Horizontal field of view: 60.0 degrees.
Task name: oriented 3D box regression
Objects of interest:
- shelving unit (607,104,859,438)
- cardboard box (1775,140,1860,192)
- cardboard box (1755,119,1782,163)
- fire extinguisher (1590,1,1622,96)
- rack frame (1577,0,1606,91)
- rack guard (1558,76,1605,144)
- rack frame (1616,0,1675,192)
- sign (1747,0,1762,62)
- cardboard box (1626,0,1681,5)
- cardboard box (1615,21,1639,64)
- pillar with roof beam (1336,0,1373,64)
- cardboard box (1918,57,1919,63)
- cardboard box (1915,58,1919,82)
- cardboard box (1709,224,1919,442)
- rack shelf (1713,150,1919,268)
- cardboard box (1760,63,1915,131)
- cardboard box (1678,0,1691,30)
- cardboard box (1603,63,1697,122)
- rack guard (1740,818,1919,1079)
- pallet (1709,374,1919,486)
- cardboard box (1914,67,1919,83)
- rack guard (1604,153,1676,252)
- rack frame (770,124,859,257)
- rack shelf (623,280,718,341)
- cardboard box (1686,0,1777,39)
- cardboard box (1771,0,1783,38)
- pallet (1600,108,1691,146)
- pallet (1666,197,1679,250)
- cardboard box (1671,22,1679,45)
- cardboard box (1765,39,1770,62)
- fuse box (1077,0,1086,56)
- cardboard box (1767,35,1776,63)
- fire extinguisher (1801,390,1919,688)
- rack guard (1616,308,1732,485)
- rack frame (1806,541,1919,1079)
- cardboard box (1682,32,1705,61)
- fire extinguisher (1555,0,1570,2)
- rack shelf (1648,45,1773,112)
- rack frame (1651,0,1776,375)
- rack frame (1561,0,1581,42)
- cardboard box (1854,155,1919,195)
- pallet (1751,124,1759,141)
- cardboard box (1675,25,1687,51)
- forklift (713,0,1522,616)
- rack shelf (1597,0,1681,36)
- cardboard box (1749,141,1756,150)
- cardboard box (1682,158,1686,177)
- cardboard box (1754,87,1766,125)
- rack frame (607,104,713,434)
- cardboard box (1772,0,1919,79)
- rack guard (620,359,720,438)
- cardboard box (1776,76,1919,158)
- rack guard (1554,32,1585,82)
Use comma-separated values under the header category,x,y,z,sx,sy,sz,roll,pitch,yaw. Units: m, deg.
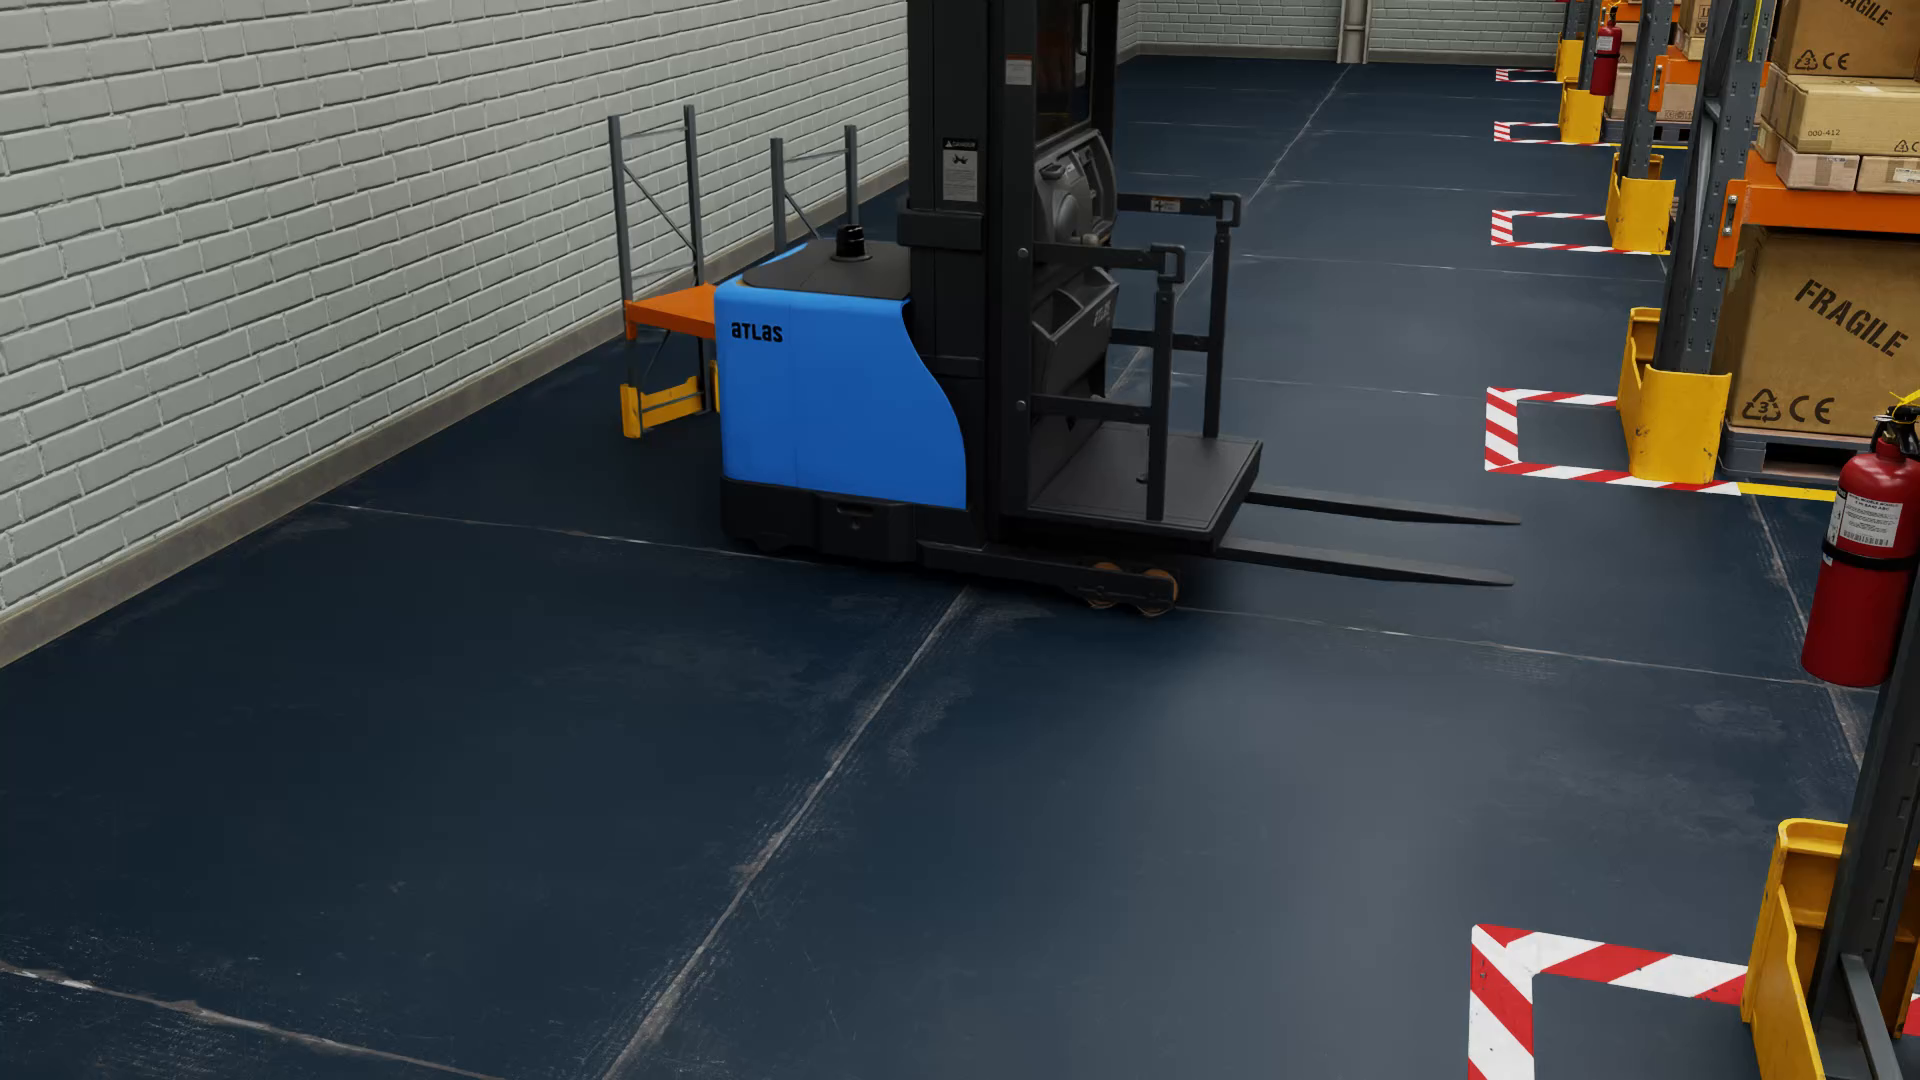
category,x,y,z,sx,sy,sz,roll,pitch,yaw
shelving unit,-1.021,-1.156,7.612,1.083,1.500,0.587,17,28,35
cardboard box,3.602,-1.578,6.997,0.250,0.149,0.380,7,23,16
cardboard box,3.794,-1.818,7.580,0.250,0.149,0.380,7,23,17
fire extinguisher,4.779,-3.631,12.264,0.183,0.674,0.296,7,23,16
rack frame,6.220,-5.454,16.114,0.127,3.000,1.000,7,23,16
rack guard,6.197,-4.300,16.595,0.348,0.500,1.175,7,23,16
rack frame,4.887,-3.645,11.702,0.127,3.000,1.000,7,23,16
sign,3.192,-2.090,6.667,0.005,0.325,0.100,7,23,16
cardboard box,6.597,-5.343,15.712,0.500,0.500,0.500,6,23,15
cardboard box,8.209,-6.196,20.658,0.637,0.503,0.797,6,23,13
pillar with roof beam,4.086,-9.092,17.079,0.400,9.000,9.100,7,23,16
cardboard box,6.369,-3.257,11.089,0.250,0.149,0.380,6,23,14
cardboard box,4.218,-2.063,6.665,0.500,0.500,0.500,6,23,14
cardboard box,3.994,-1.024,7.559,0.875,0.875,0.875,7,23,16
rack shelf,5.273,-1.301,6.938,4.000,0.370,1.077,7,23,16
cardboard box,3.898,-1.965,7.414,0.500,0.250,0.500,6,23,15
cardboard box,5.392,-3.873,11.735,0.500,0.500,0.500,7,23,17
cardboard box,6.881,-4.427,16.433,0.875,0.438,0.875,6,23,14
rack guard,1.900,1.105,3.418,0.348,0.500,1.175,7,23,16
pallet,4.146,-0.504,7.721,1.213,0.211,1.003,7,23,16
cardboard box,4.384,-1.909,7.278,0.500,0.250,0.500,6,23,15
rack guard,4.960,-2.480,12.156,0.348,0.500,1.175,7,23,16
rack frame,-0.616,-1.034,7.313,0.032,1.500,0.500,17,28,35
rack shelf,-1.014,-0.987,7.675,1.000,0.185,0.538,17,28,35
cardboard box,5.237,-3.679,11.262,0.500,0.500,0.500,8,24,18
cardboard box,5.757,-3.629,11.142,0.500,0.500,0.500,7,23,16
pallet,7.009,-4.105,16.499,1.213,0.211,1.003,7,23,16
pallet,5.728,-2.244,11.963,1.213,0.211,1.003,7,23,16
cardboard box,9.016,-6.086,20.396,0.500,0.500,0.700,8,23,18
cardboard box,5.358,-3.361,11.342,0.250,0.149,0.380,7,23,17
fuse box,1.562,-6.215,19.666,0.414,1.711,0.539,7,23,16
cardboard box,5.600,-3.312,11.222,0.250,0.149,0.380,6,23,14
fire extinguisher,1.914,-0.027,3.477,0.183,0.674,0.296,7,23,16
rack guard,3.335,-0.700,7.817,0.348,0.500,1.175,7,23,16
rack frame,1.927,-0.054,2.949,0.127,3.000,1.000,7,23,16
cardboard box,5.103,-3.374,11.373,0.250,0.149,0.380,6,23,15
fire extinguisher,7.376,-6.898,20.227,0.183,0.674,0.296,7,23,16
rack shelf,6.802,-3.092,11.304,4.000,0.370,1.077,7,23,16
rack frame,3.358,-1.853,7.336,0.127,3.000,1.000,7,23,16
rack frame,7.651,-7.258,20.511,0.127,3.000,1.000,7,23,16
cardboard box,3.848,-1.551,6.929,0.250,0.149,0.380,6,23,15
pallet,8.173,-3.970,16.171,1.213,0.211,1.003,7,23,16
cardboard box,5.281,-3.595,11.913,0.250,0.149,0.380,7,23,16
forklift,0.618,-1.306,6.093,3.031,2.935,1.130,8,24,18
rack shelf,8.135,-4.902,15.716,4.000,0.370,1.077,7,23,16
cardboard box,5.691,-2.781,12.016,0.250,0.149,0.380,7,23,17
cardboard box,5.475,-2.703,12.219,0.250,0.149,0.380,6,23,14
cardboard box,7.760,-4.330,16.195,0.875,0.438,0.875,7,23,17
rack frame,-1.411,-1.274,7.900,0.032,1.500,0.500,17,28,35
cardboard box,3.900,-2.311,7.268,0.500,0.500,0.500,7,23,16
rack guard,-1.410,-0.696,8.136,0.087,0.250,0.587,17,28,35
cardboard box,3.739,-1.771,6.941,0.500,0.250,0.500,6,23,14
rack guard,7.723,-6.093,20.966,0.348,0.500,1.175,7,23,16
